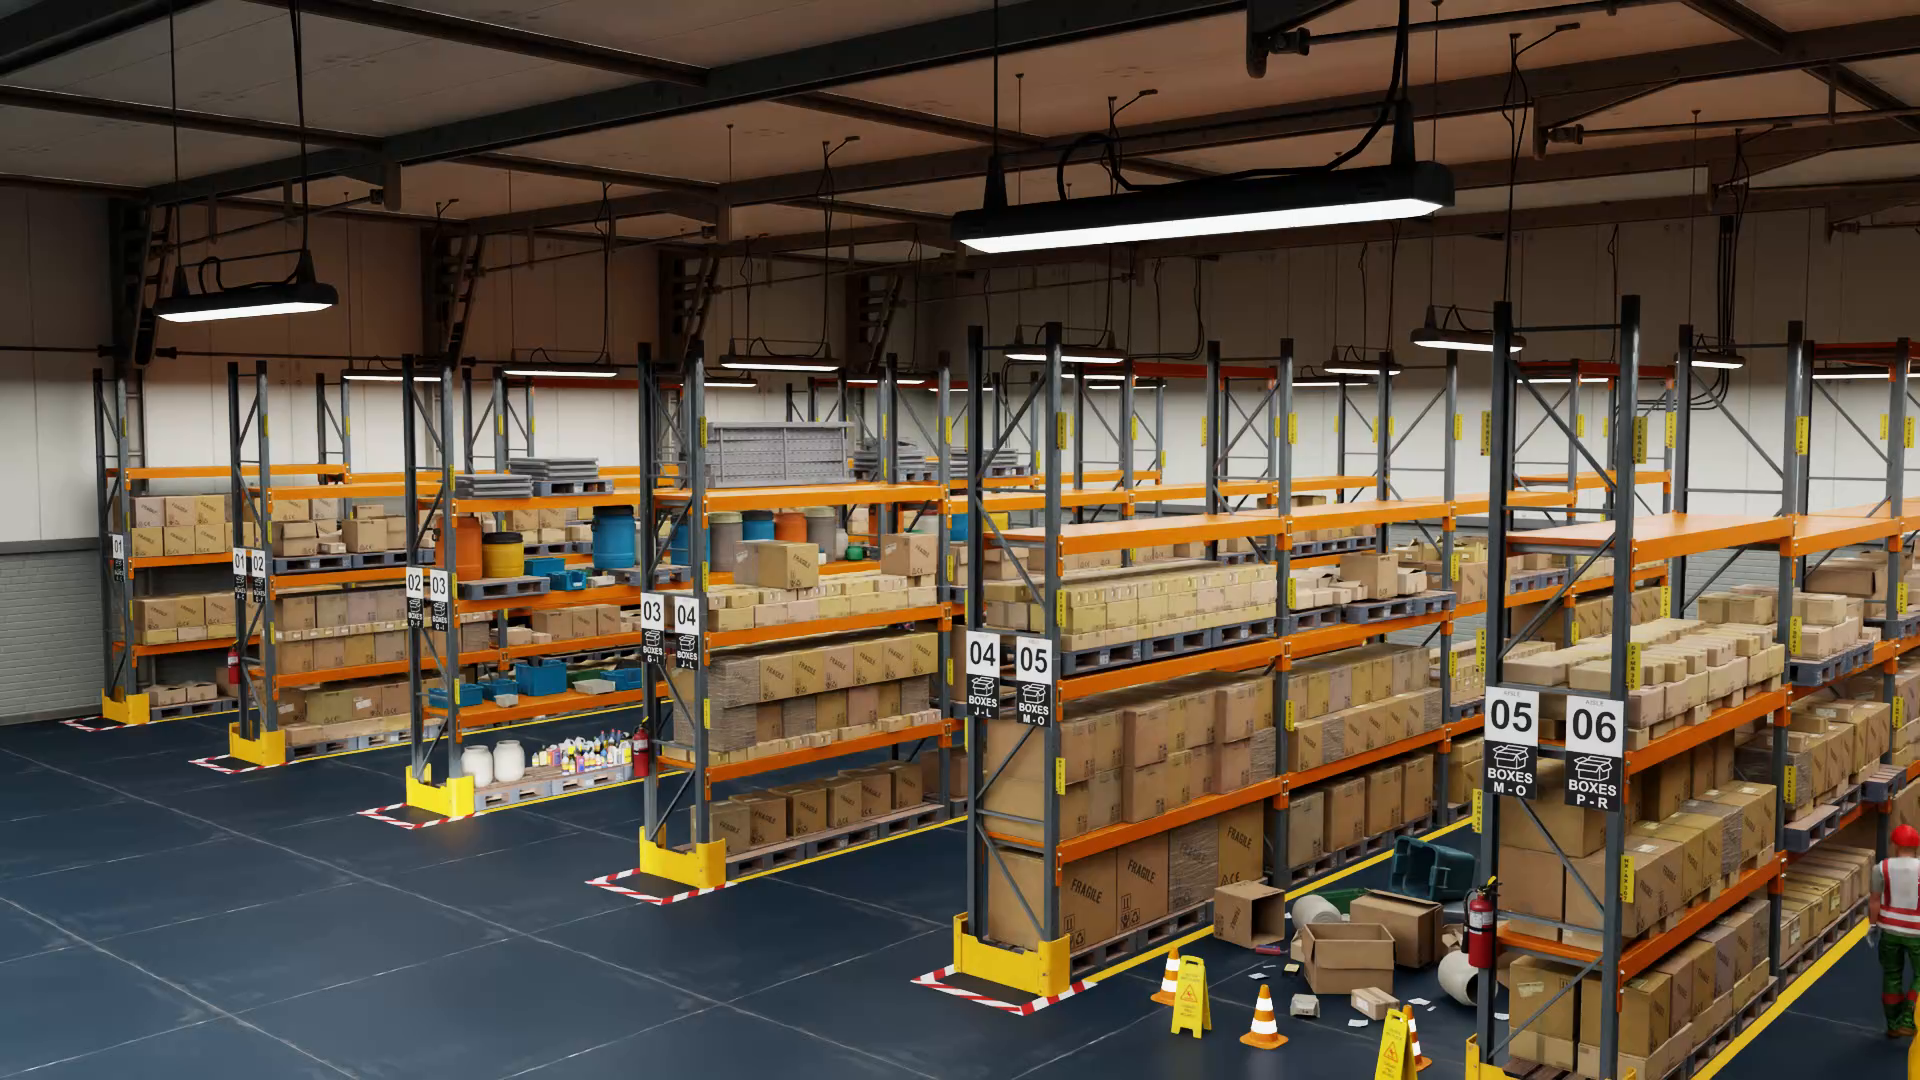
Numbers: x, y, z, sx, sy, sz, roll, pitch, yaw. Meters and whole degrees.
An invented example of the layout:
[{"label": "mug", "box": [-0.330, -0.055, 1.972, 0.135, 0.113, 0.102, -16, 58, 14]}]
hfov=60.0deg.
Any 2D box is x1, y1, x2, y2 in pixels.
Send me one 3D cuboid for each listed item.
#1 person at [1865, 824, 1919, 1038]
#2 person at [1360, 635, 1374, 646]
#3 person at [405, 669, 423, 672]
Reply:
[{"label": "person", "box": [7.843, 3.263, 13.823, 0.551, 1.786, 0.540, 4, 6, 41]}, {"label": "person", "box": [6.811, 2.252, 27.712, 0.669, 1.704, 1.077, 4, 6, 44]}, {"label": "person", "box": [-9.823, 2.169, 29.880, 0.477, 1.651, 0.731, 1, 4, 16]}]
